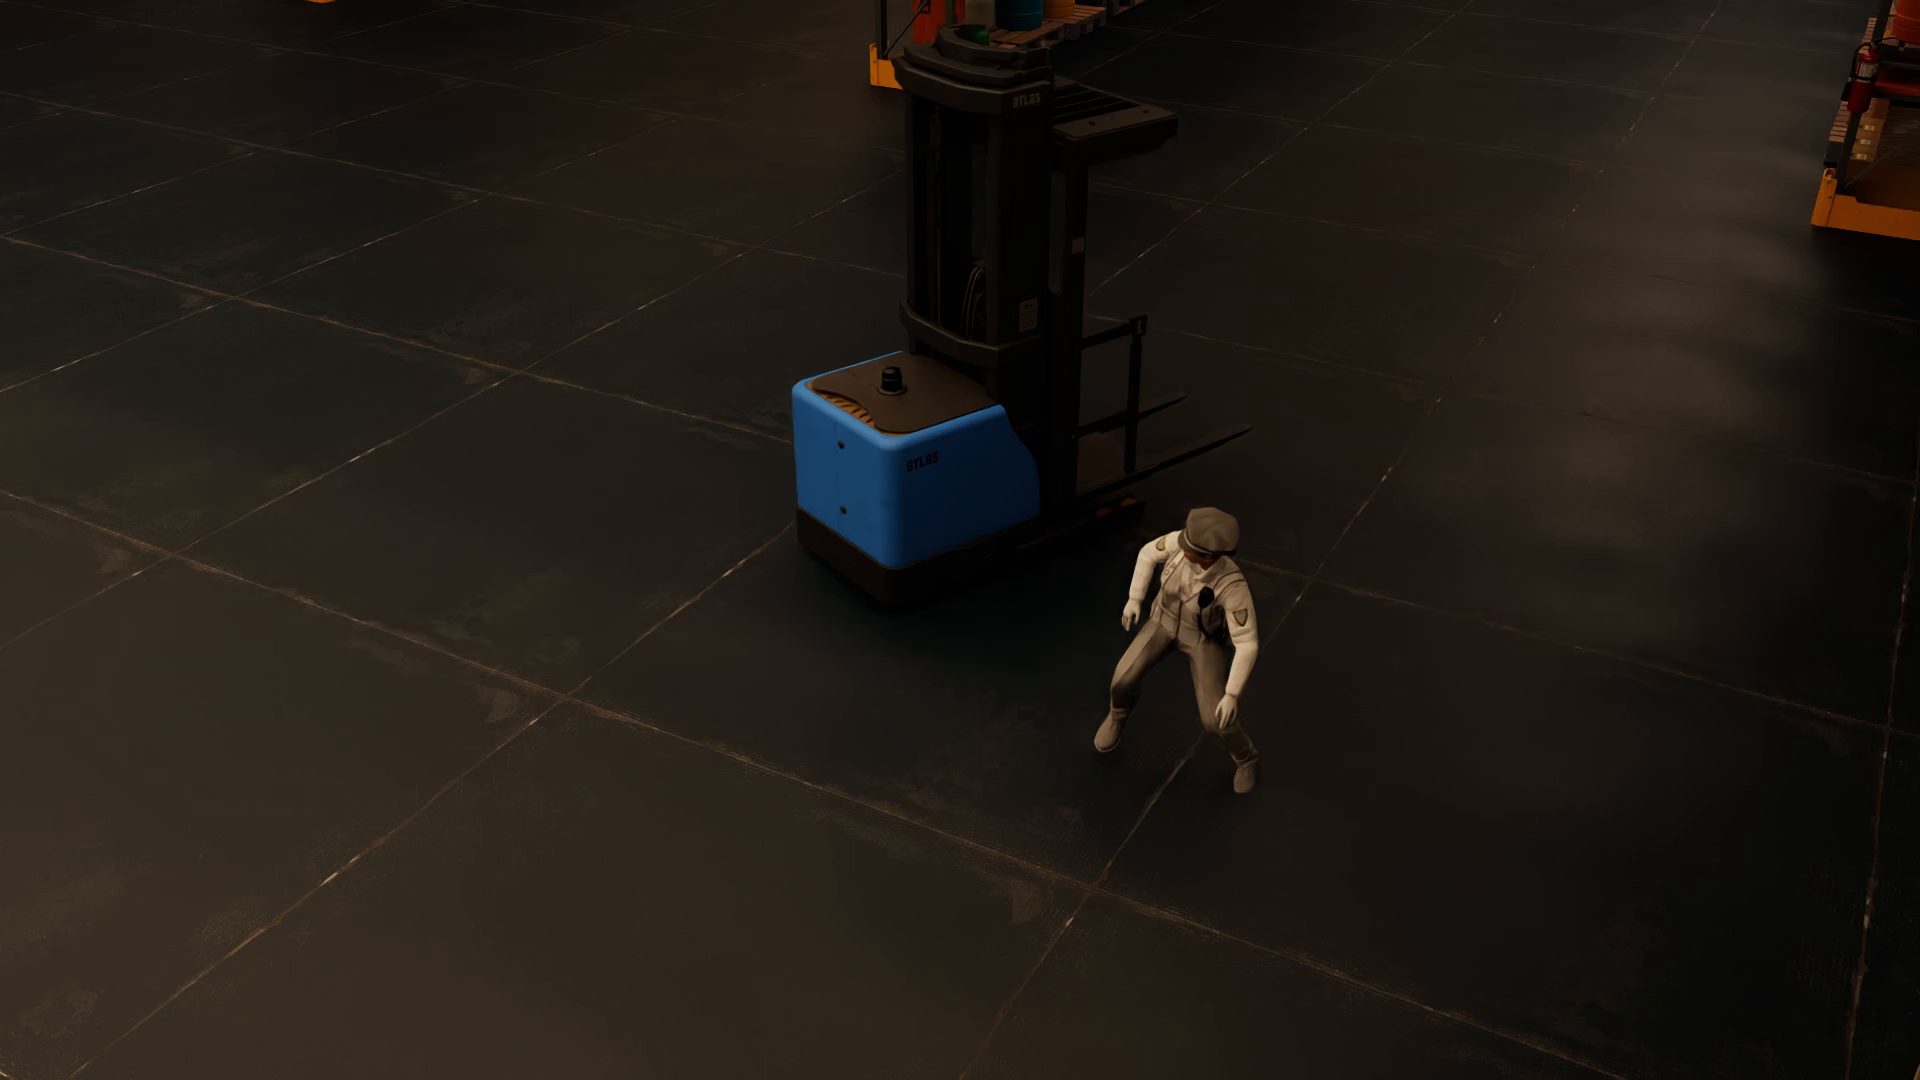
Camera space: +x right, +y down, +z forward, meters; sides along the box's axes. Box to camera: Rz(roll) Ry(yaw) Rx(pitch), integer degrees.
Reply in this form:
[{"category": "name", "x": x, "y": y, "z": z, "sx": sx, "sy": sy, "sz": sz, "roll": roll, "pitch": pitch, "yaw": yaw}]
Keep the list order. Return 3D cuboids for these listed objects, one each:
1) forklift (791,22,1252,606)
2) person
[{"category": "forklift", "x": 0.506, "y": -1.488, "z": 9.649, "sx": 3.031, "sy": 2.935, "sz": 1.130, "roll": -21, "pitch": 36, "yaw": -32}, {"category": "person", "x": 1.073, "y": 0.489, "z": 7.773, "sx": 0.785, "sy": 1.461, "sz": 0.624, "roll": 15, "pitch": 33, "yaw": 25}]
